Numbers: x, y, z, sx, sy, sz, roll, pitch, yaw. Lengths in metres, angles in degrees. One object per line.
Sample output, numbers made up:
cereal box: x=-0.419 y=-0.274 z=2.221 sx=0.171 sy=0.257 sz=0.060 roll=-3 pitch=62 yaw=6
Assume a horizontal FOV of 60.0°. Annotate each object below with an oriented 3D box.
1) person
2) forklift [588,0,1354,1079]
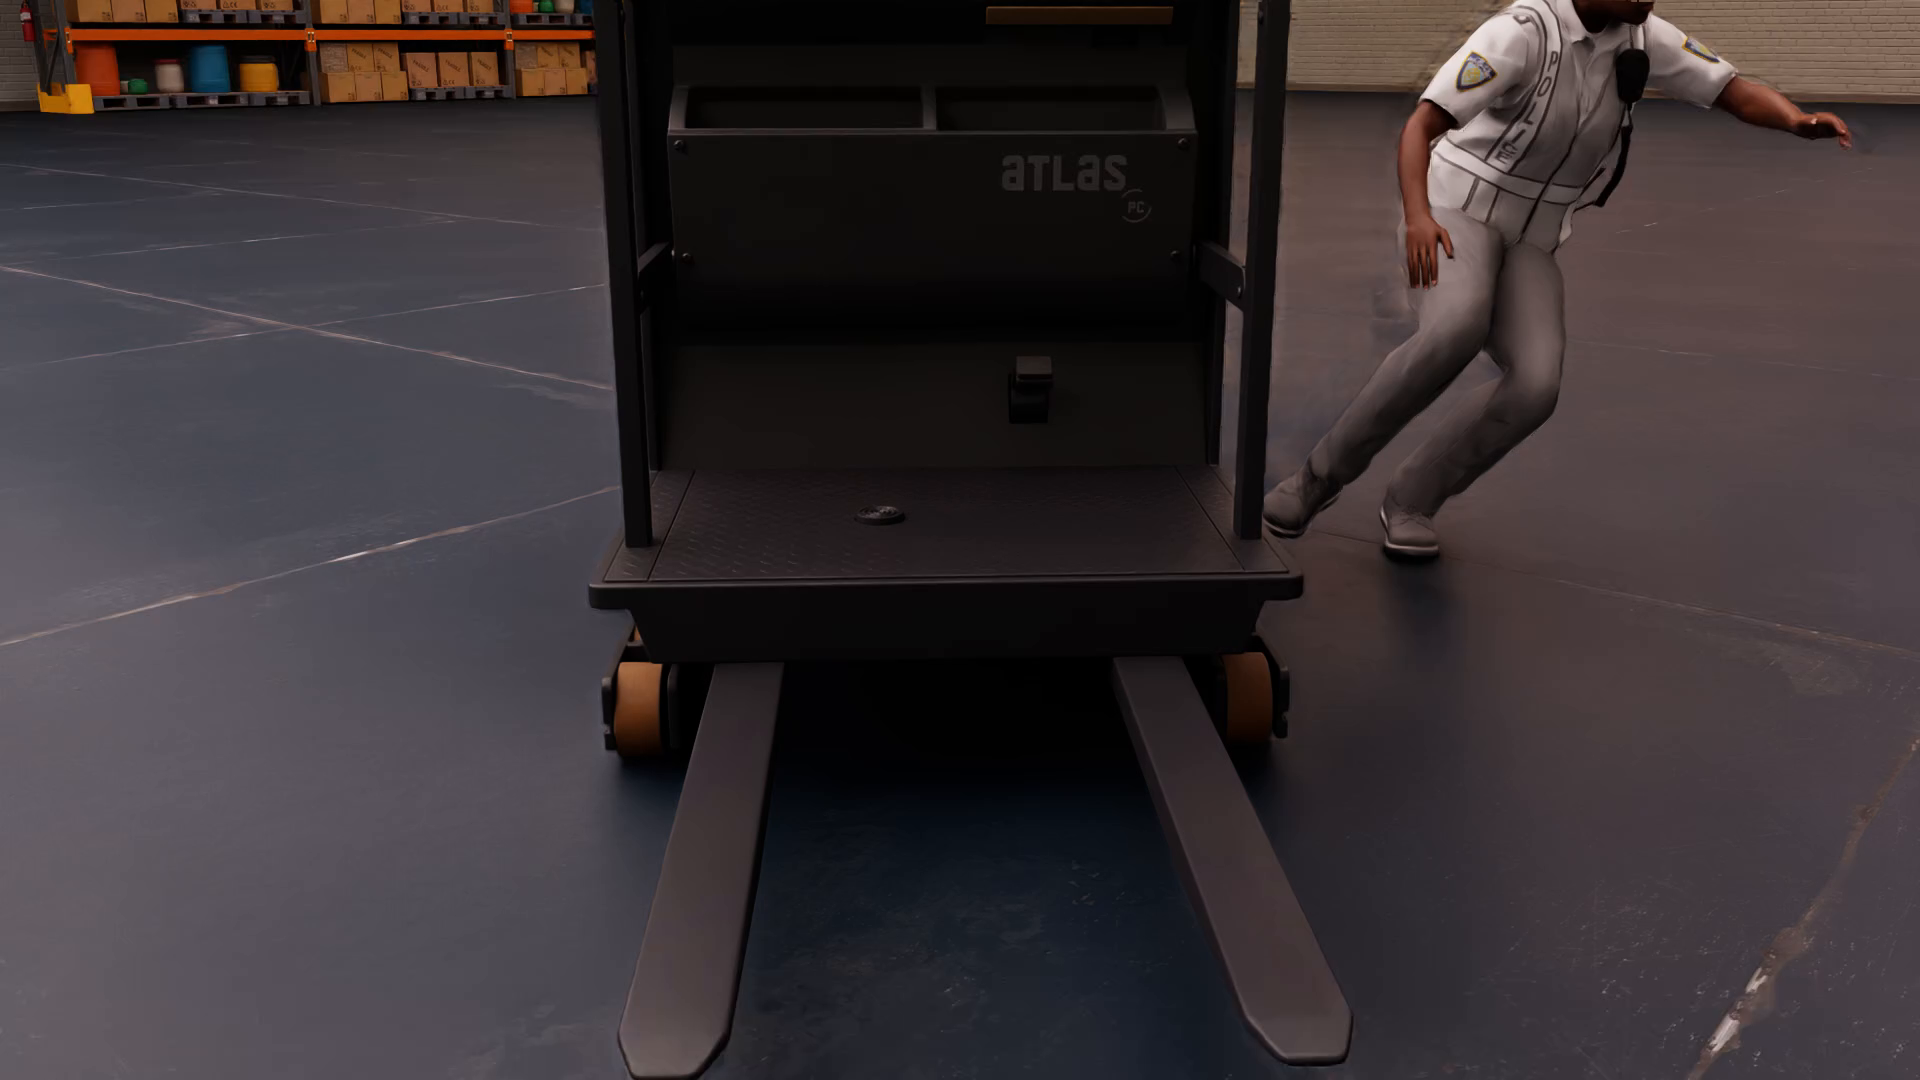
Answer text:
person: x=1.191 y=-0.619 z=3.528 sx=1.095 sy=1.416 sz=0.900 roll=-7 pitch=18 yaw=-22
forklift: x=-0.037 y=-1.135 z=2.637 sx=1.130 sy=2.935 sz=3.031 roll=-1 pitch=17 yaw=-2
